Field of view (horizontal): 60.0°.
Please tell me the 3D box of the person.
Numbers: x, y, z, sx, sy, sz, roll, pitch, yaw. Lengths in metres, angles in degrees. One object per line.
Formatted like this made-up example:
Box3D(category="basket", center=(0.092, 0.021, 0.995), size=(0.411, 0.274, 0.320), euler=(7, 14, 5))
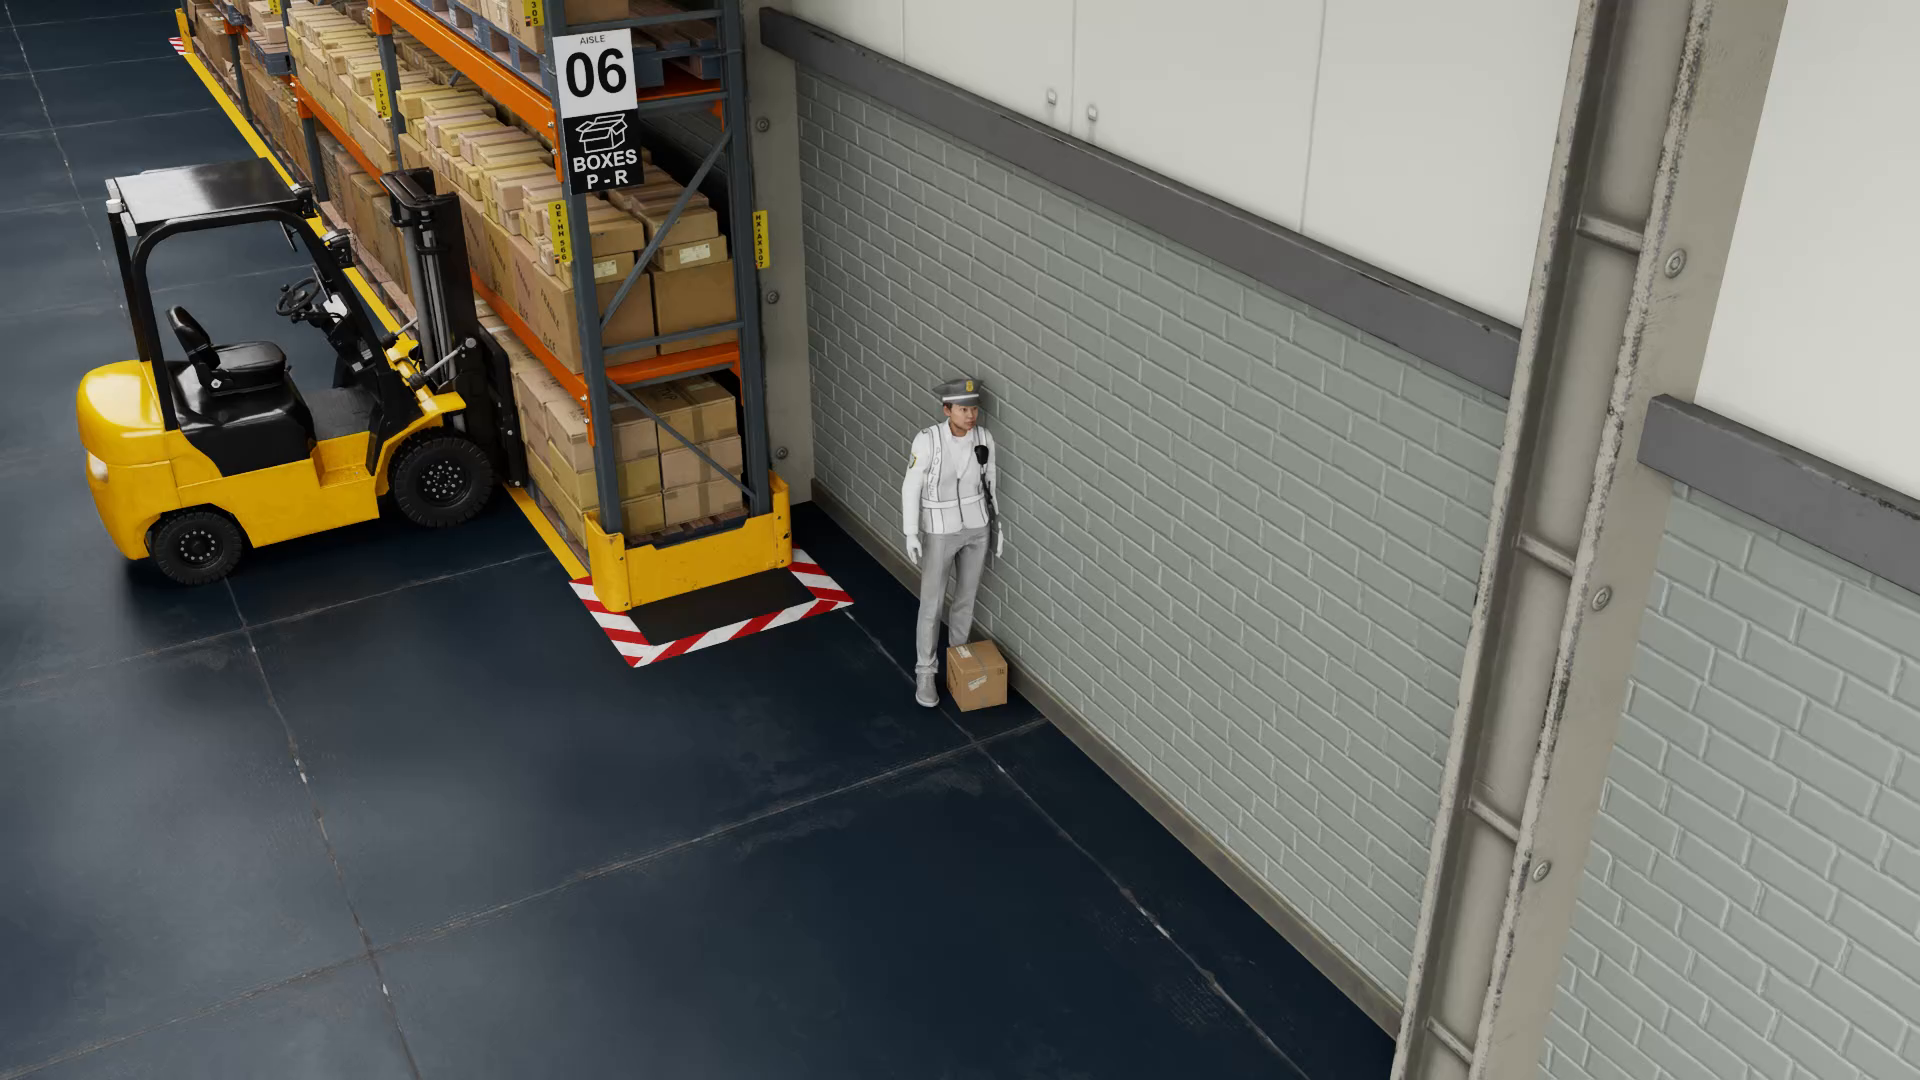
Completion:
Box3D(category="person", center=(-0.001, -0.017, 8.534), size=(0.586, 1.694, 0.530), euler=(-9, 30, -15))
